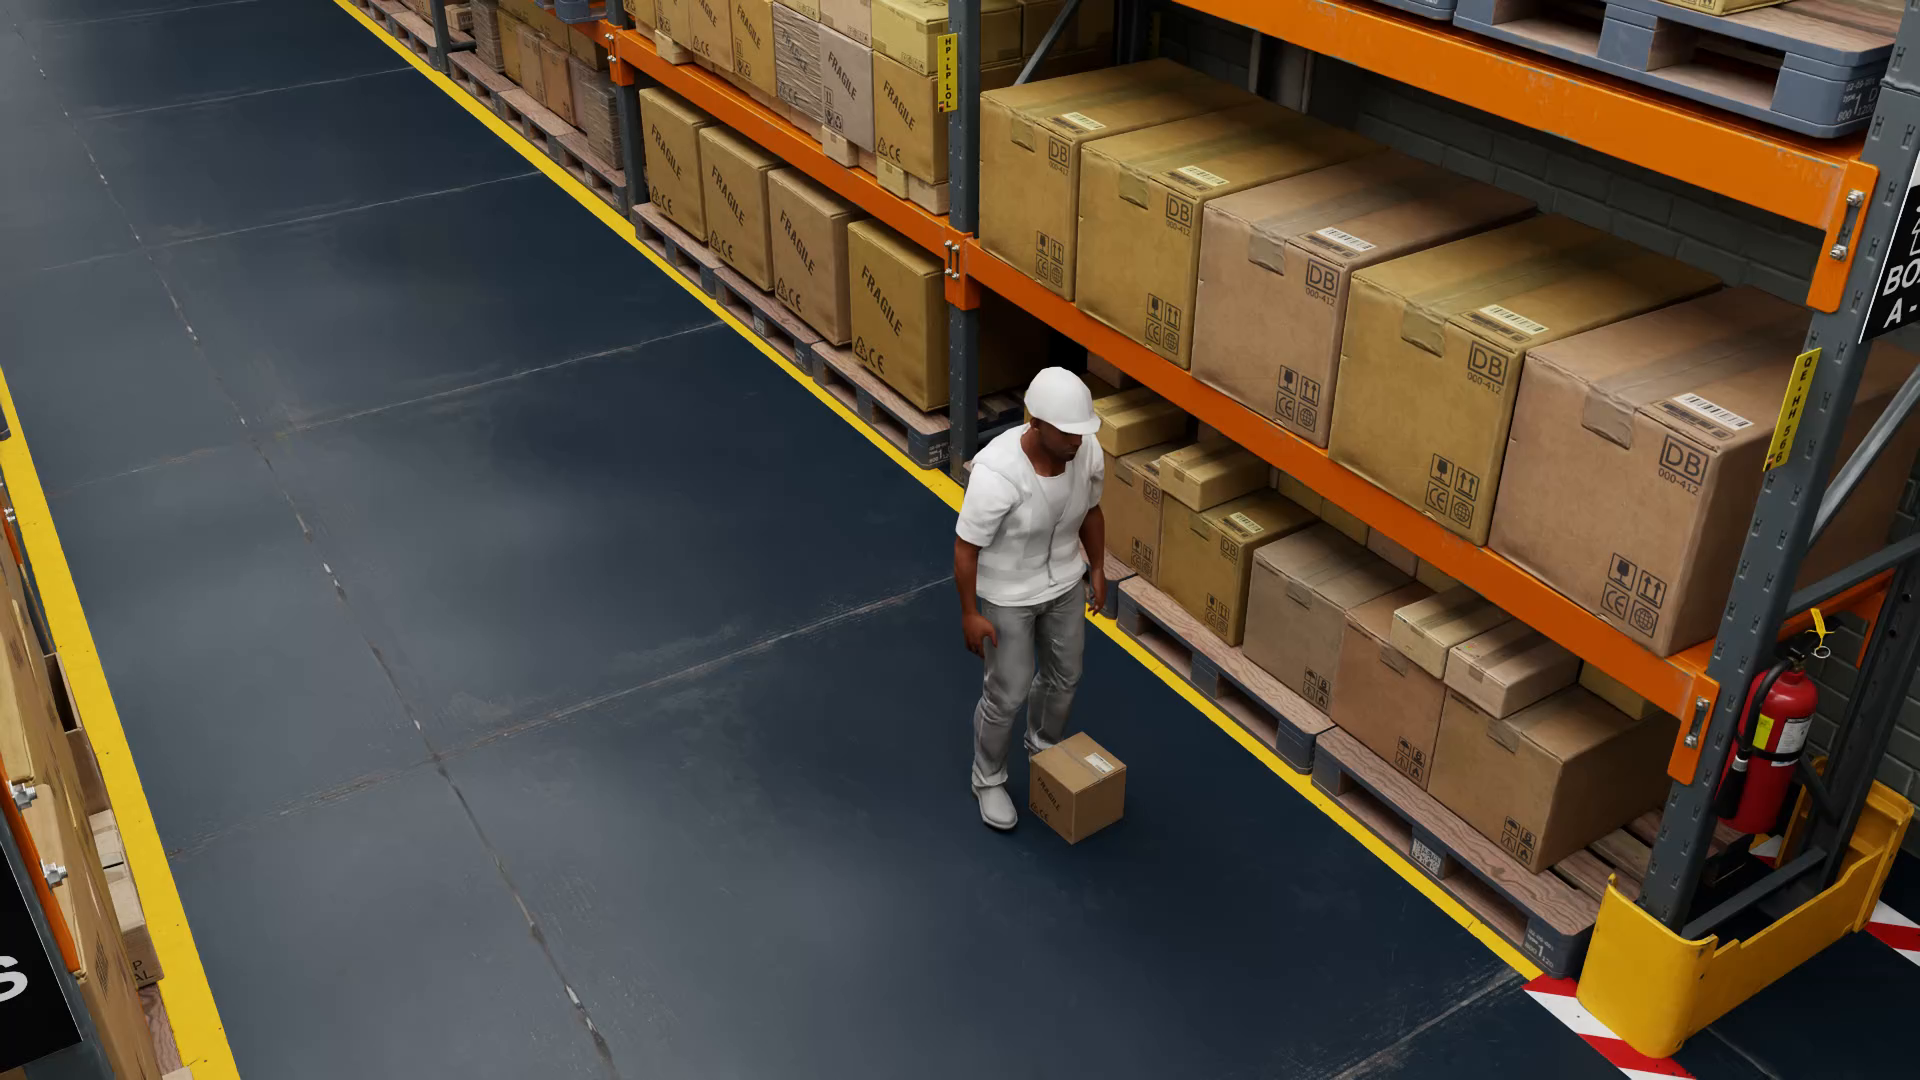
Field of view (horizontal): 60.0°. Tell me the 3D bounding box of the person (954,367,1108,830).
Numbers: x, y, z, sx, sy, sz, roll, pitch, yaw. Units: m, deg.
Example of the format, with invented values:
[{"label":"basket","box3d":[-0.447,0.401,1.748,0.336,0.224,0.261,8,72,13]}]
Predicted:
[{"label":"person","box3d":[0.267,0.182,5.835,0.625,1.760,0.460,-20,38,-29]}]
